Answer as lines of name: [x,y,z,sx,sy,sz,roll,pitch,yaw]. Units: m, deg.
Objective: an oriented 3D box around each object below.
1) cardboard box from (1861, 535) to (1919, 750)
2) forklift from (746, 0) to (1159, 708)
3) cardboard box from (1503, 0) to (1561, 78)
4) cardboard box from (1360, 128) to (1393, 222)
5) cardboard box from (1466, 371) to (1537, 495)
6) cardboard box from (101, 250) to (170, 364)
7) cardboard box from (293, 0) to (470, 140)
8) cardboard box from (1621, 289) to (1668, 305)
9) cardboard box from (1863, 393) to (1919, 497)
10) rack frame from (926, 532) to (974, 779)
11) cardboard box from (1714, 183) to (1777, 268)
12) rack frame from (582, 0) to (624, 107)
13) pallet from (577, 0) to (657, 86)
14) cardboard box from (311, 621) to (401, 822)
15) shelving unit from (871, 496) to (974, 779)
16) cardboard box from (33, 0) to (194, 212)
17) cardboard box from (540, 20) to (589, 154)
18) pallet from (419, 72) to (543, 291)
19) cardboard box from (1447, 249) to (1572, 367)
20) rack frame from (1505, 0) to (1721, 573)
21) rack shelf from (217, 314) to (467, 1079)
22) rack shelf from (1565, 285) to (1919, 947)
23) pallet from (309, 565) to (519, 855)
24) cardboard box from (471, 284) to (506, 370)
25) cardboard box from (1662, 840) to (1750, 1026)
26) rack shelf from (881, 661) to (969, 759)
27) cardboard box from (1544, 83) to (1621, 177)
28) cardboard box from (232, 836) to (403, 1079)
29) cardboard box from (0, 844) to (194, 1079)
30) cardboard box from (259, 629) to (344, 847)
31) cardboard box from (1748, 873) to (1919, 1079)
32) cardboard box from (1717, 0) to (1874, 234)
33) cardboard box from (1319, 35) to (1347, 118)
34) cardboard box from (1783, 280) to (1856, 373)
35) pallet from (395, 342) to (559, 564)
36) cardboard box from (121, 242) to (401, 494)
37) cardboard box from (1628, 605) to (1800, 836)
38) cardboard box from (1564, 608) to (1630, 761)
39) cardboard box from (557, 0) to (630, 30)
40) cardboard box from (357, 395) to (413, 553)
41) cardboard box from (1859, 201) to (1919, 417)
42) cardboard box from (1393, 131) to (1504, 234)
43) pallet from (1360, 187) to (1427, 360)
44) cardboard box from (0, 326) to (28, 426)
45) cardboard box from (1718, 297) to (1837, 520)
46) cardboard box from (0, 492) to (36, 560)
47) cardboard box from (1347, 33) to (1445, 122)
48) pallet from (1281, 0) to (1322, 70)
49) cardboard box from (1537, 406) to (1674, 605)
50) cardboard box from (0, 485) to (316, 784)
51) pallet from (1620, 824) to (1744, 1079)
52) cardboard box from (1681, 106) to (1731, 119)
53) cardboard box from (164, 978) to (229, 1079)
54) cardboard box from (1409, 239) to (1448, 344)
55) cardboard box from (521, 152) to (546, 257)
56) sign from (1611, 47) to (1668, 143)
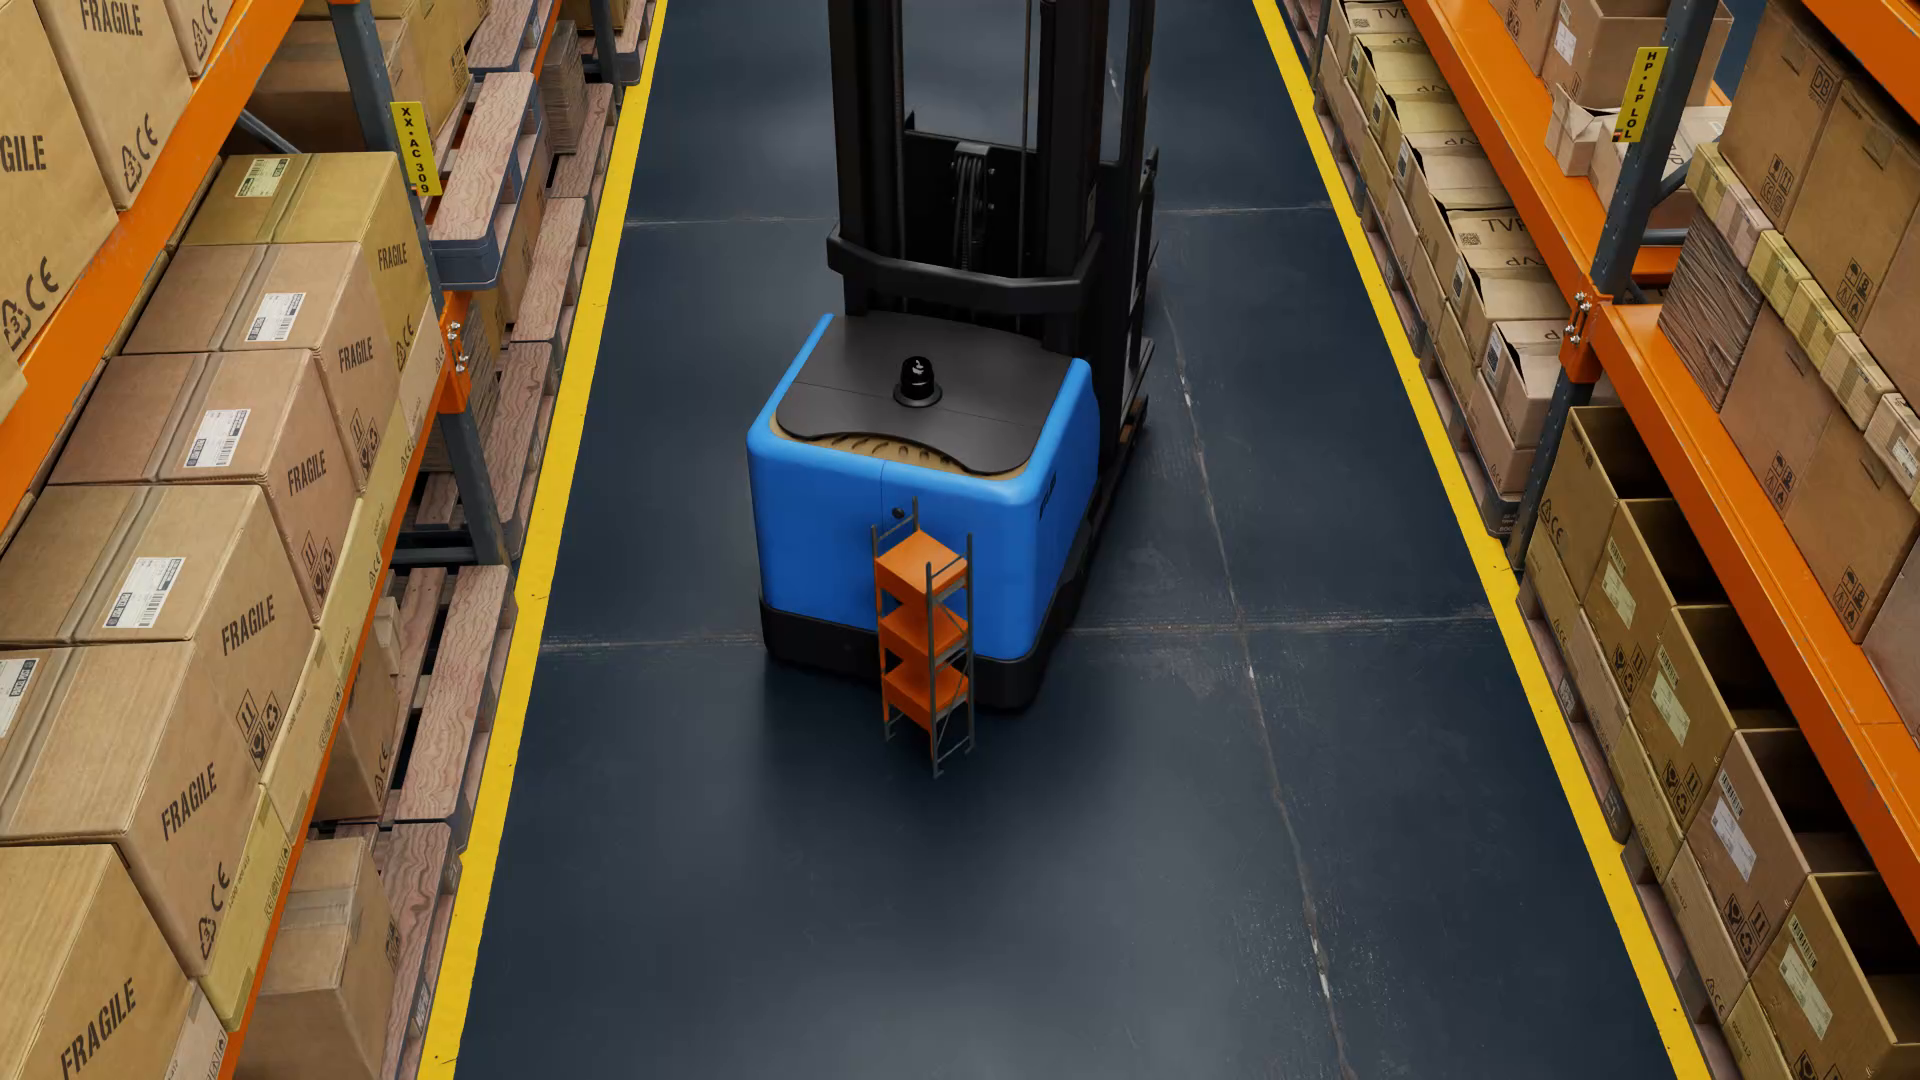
cardboard box: [2.790,0.271,4.160,0.700,0.500,0.500,0,43,-1]
forklift: [0.185,-1.485,6.201,1.130,2.935,3.031,12,44,13]
cardboard box: [2.636,-2.281,6.945,0.500,0.500,0.500,-2,43,-2]
cardboard box: [2.305,-1.821,8.241,0.500,0.250,0.500,-3,43,-3]
cardboard box: [2.389,-0.444,6.739,0.500,0.250,0.500,-2,43,-2]
cardboard box: [-2.423,-0.443,4.554,0.500,0.500,0.500,-2,43,-2]
cardboard box: [-2.257,-1.808,6.103,0.700,0.500,0.500,2,43,3]
cardboard box: [2.911,-1.004,6.934,0.500,0.311,0.500,-2,43,-2]
cardboard box: [2.573,-0.251,4.250,0.380,0.149,0.250,-3,43,-3]
rack frame: [-0.028,0.406,5.527,0.008,1.050,0.200,34,53,31]
cardboard box: [2.525,-0.951,5.014,0.380,0.149,0.250,-1,43,-1]
rack frame: [-2.423,-3.587,8.444,1.000,3.000,0.127,-2,43,-2]
pallet: [-2.381,-3.094,9.969,1.003,0.211,1.213,-2,43,-2]
cardboard box: [-2.169,0.572,5.430,0.500,0.500,0.500,-5,43,-5]
shelving unit: [-0.115,0.348,5.589,0.252,1.050,0.215,34,53,31]
cardboard box: [-1.914,-0.988,3.300,0.500,0.500,0.500,-3,43,-3]
cardboard box: [-2.340,-2.343,8.611,0.700,0.500,0.500,-1,43,-1]
pallet: [-2.140,-1.336,6.130,1.003,0.211,1.213,-2,43,-2]
cardboard box: [2.364,-0.996,6.925,0.500,0.311,0.500,-1,43,-1]
rack frame: [2.696,-1.032,5.655,1.000,3.000,0.127,-2,43,-2]
rack shelf: [-2.168,0.729,4.268,1.077,0.370,4.000,-2,43,-2]
rack shelf: [2.781,0.584,4.426,1.077,0.370,4.000,-2,43,-2]
pallet: [-2.189,0.593,5.946,1.003,0.211,1.213,-2,43,-2]
cardboard box: [-2.373,-0.971,7.114,0.700,0.500,0.500,-2,43,-3]
cardboard box: [2.472,1.162,4.987,0.500,0.250,0.500,-2,43,-2]
rack shelf: [-0.112,0.557,5.788,0.240,0.259,0.215,34,53,31]
cardboard box: [2.475,-1.570,6.343,0.396,0.266,0.258,-3,43,-3]
cardboard box: [-2.028,1.222,4.722,0.700,0.500,0.500,-4,43,-4]
cardboard box: [-1.814,0.920,3.067,0.500,0.500,0.500,-2,43,-2]
cardboard box: [-1.858,0.487,4.095,0.500,0.250,0.500,-1,43,-1]
cardboard box: [2.489,1.223,4.365,0.500,0.500,0.500,-2,43,-2]
cardboard box: [2.721,-1.247,4.857,0.700,0.500,0.500,-1,43,-2]
cardboard box: [2.255,-2.511,8.994,0.500,0.250,0.500,-2,43,-2]
cardboard box: [2.550,-0.600,4.631,0.380,0.149,0.250,-2,43,-2]
pallet: [-2.287,-0.384,7.013,1.003,0.211,1.213,-2,43,-2]
cardboard box: [-1.897,-0.468,4.582,0.500,0.500,0.500,-2,43,-2]
cardboard box: [2.446,0.548,5.101,0.500,0.500,0.500,-2,43,-2]
cardboard box: [2.429,0.487,5.723,0.500,0.250,0.500,-2,43,-2]
cardboard box: [-2.323,-3.450,9.574,0.750,0.750,0.750,-2,43,-2]
cardboard box: [-1.917,-0.191,4.835,0.500,0.250,0.500,-1,43,-2]
cardboard box: [2.765,-0.568,4.116,0.700,0.500,0.500,-2,43,-2]
cardboard box: [2.328,-1.672,7.663,0.500,0.311,0.500,-2,43,-2]
pallet: [2.571,-1.326,8.040,1.003,0.211,1.213,-2,43,-2]
cardboard box: [-1.861,-0.283,2.531,0.500,0.500,0.500,0,43,0]
cardboard box: [2.750,-0.413,4.907,0.700,0.500,0.500,-2,43,-2]
cardboard box: [-2.375,0.244,3.805,0.500,0.500,0.500,-1,43,-1]
cardboard box: [2.286,-2.363,8.418,0.500,0.311,0.500,-3,43,-3]
pallet: [2.532,-3.209,10.095,1.003,0.211,1.213,-2,43,-2]
cardboard box: [2.403,-0.127,5.838,0.500,0.500,0.500,-2,43,-2]
cardboard box: [-1.864,0.223,3.828,0.500,0.500,0.500,0,43,0]
pallet: [2.743,1.360,5.110,1.003,0.211,1.213,-2,43,-2]
cardboard box: [2.863,-1.543,6.399,0.380,0.149,0.250,-2,43,-2]
cardboard box: [-1.823,1.173,3.347,0.500,0.250,0.500,-3,43,-3]
cardboard box: [2.347,-1.131,7.488,0.500,0.250,0.500,-1,43,-1]
cardboard box: [-2.385,-1.658,7.863,0.700,0.500,0.500,-2,43,-2]
sign: [2.154,-1.407,5.267,0.100,0.325,0.005,-2,43,-2]
